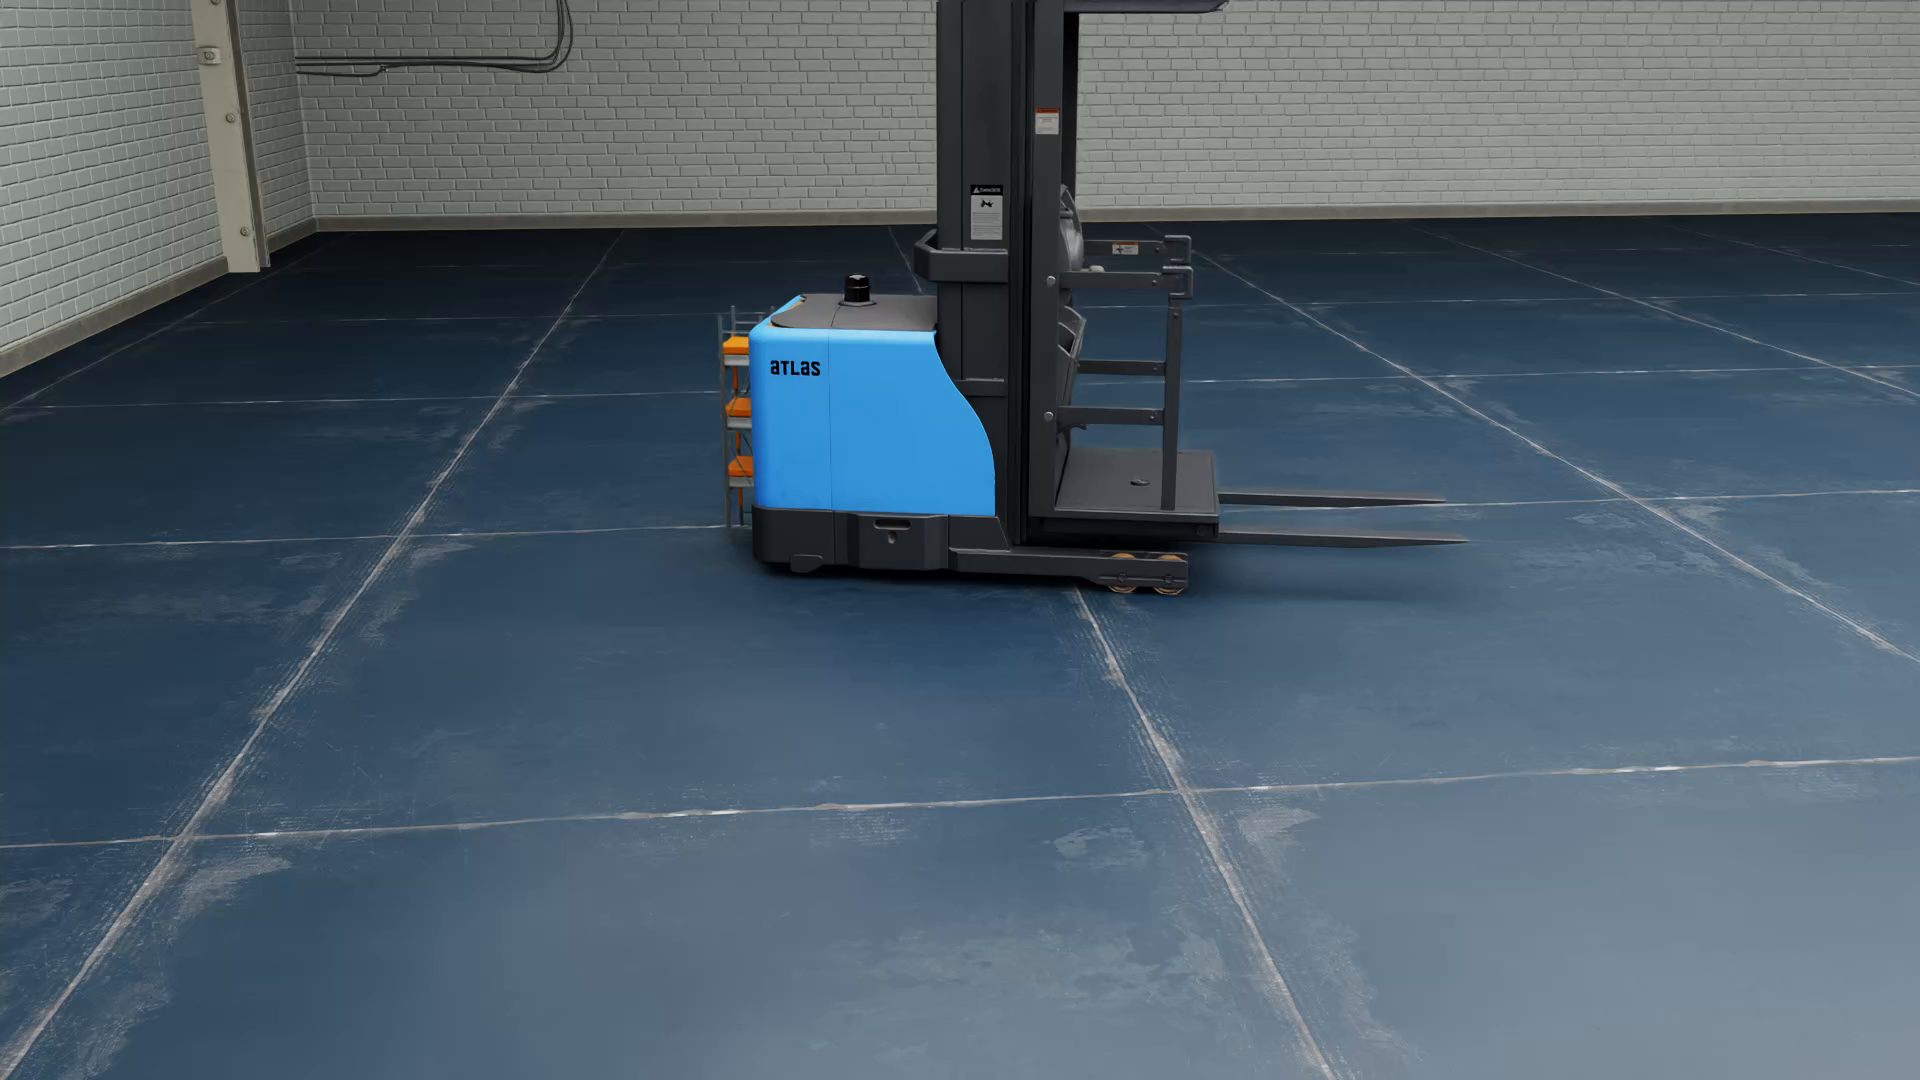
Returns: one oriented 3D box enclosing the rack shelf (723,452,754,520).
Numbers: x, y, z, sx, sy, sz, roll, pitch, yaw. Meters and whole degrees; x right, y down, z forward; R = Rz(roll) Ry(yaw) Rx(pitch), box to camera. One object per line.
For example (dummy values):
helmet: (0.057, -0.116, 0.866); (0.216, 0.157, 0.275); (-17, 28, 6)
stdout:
rack shelf: (-0.955, -0.249, 7.679); (0.215, 0.259, 0.240); (2, 18, 6)

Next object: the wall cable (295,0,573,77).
wall cable: (-5.817, -6.327, 17.991); (3.097, 2.526, 0.112); (-2, 18, -6)

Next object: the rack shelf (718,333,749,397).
rack shelf: (-0.955, -0.785, 7.511); (0.215, 0.259, 0.240); (2, 18, 6)

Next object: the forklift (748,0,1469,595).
forklift: (0.658, -1.337, 7.042); (3.031, 2.935, 1.130); (2, 18, 7)

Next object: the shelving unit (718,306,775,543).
shelving unit: (-0.955, -0.524, 7.593); (0.215, 1.050, 0.252); (2, 18, 6)

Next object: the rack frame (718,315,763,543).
rack frame: (-0.968, -0.488, 7.477); (0.200, 1.050, 0.008); (2, 18, 6)

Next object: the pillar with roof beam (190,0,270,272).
pillar with roof beam: (-2.546, -7.023, 15.024); (9.100, 9.000, 0.400); (-2, 18, -6)

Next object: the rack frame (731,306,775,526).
rack frame: (-0.942, -0.560, 7.709); (0.200, 1.050, 0.008); (2, 18, 6)

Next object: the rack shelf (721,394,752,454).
rack shelf: (-0.955, -0.514, 7.596); (0.215, 0.259, 0.240); (2, 18, 6)
